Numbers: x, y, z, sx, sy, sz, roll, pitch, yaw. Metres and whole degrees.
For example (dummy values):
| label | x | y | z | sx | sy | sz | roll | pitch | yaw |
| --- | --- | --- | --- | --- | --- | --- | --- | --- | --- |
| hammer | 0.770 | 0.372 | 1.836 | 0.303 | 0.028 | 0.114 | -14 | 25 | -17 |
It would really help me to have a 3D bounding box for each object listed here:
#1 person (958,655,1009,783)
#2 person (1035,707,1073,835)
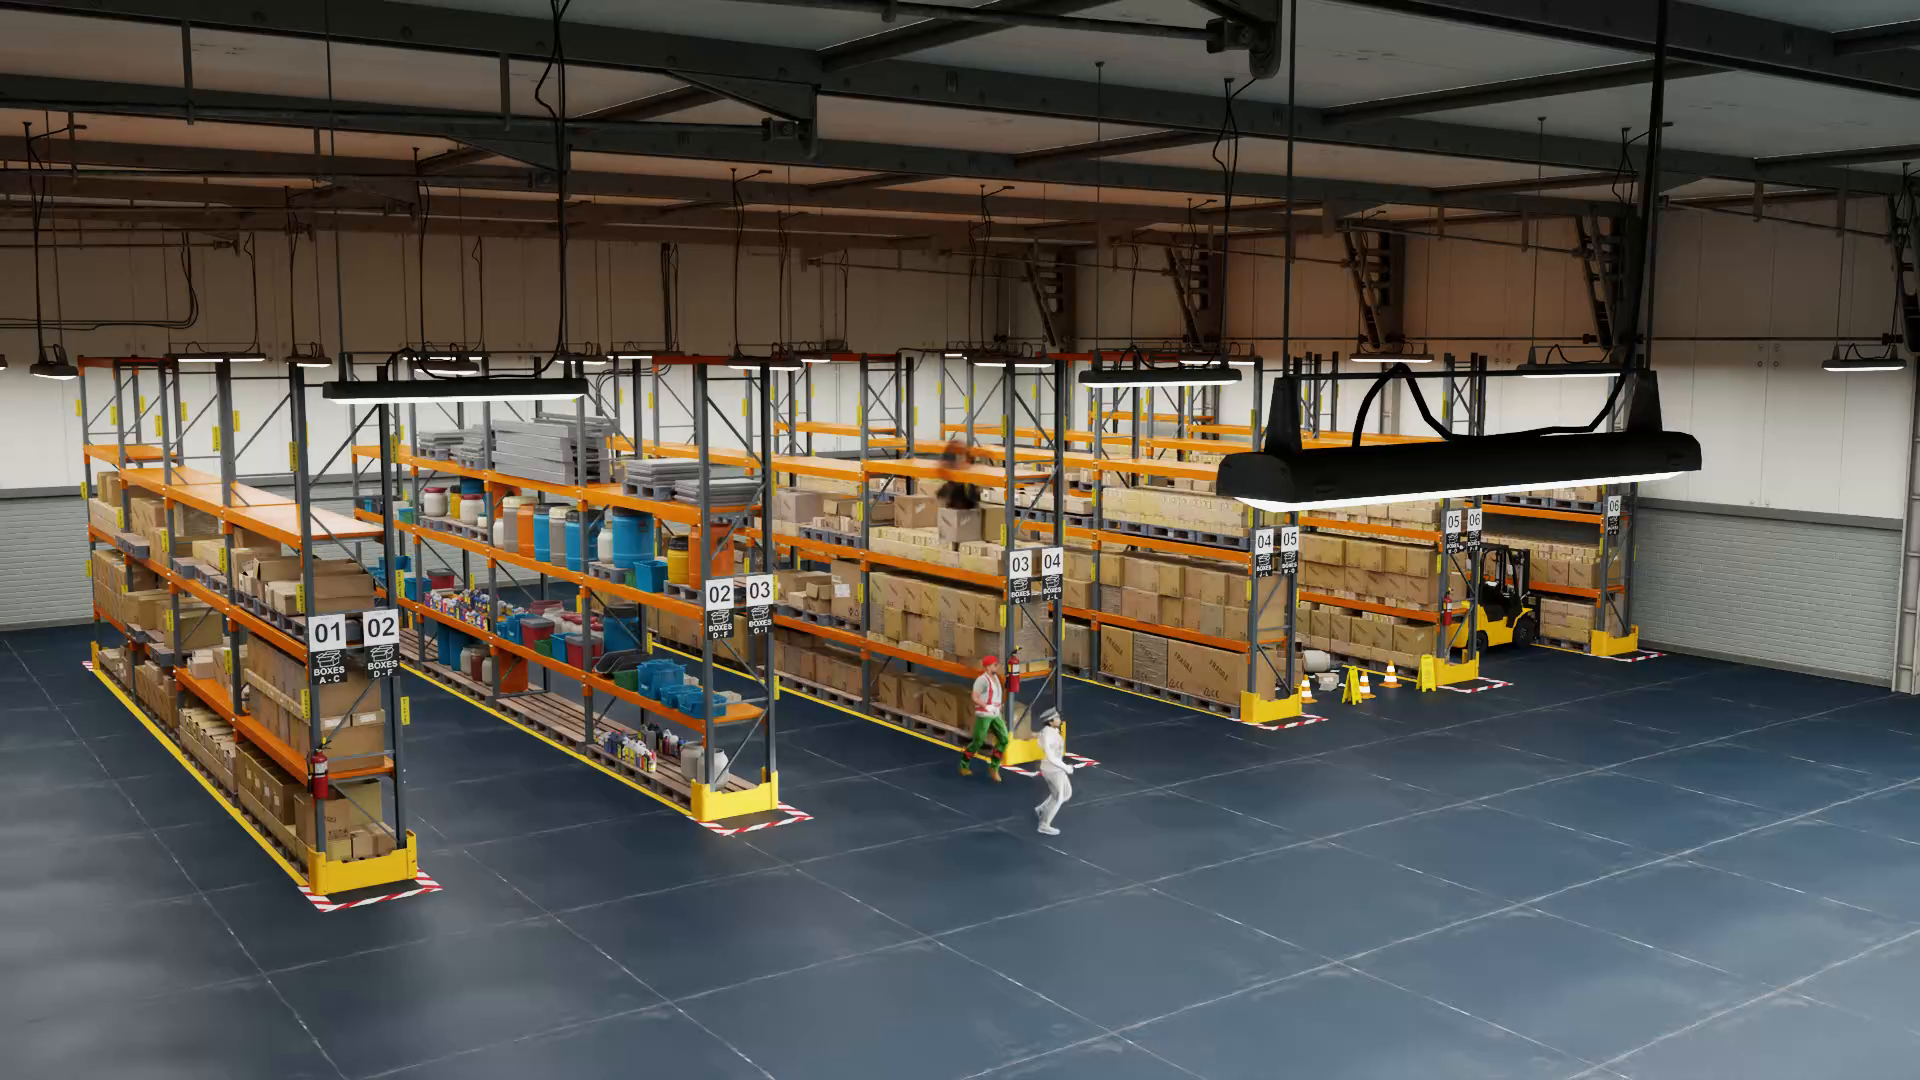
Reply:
| label | x | y | z | sx | sy | sz | roll | pitch | yaw |
| --- | --- | --- | --- | --- | --- | --- | --- | --- | --- |
| person | 0.403 | 2.557 | 24.018 | 0.700 | 1.799 | 0.715 | 5 | 9 | 38 |
| person | 1.202 | 2.940 | 21.297 | 0.488 | 1.662 | 0.608 | 0 | 7 | 0 |
